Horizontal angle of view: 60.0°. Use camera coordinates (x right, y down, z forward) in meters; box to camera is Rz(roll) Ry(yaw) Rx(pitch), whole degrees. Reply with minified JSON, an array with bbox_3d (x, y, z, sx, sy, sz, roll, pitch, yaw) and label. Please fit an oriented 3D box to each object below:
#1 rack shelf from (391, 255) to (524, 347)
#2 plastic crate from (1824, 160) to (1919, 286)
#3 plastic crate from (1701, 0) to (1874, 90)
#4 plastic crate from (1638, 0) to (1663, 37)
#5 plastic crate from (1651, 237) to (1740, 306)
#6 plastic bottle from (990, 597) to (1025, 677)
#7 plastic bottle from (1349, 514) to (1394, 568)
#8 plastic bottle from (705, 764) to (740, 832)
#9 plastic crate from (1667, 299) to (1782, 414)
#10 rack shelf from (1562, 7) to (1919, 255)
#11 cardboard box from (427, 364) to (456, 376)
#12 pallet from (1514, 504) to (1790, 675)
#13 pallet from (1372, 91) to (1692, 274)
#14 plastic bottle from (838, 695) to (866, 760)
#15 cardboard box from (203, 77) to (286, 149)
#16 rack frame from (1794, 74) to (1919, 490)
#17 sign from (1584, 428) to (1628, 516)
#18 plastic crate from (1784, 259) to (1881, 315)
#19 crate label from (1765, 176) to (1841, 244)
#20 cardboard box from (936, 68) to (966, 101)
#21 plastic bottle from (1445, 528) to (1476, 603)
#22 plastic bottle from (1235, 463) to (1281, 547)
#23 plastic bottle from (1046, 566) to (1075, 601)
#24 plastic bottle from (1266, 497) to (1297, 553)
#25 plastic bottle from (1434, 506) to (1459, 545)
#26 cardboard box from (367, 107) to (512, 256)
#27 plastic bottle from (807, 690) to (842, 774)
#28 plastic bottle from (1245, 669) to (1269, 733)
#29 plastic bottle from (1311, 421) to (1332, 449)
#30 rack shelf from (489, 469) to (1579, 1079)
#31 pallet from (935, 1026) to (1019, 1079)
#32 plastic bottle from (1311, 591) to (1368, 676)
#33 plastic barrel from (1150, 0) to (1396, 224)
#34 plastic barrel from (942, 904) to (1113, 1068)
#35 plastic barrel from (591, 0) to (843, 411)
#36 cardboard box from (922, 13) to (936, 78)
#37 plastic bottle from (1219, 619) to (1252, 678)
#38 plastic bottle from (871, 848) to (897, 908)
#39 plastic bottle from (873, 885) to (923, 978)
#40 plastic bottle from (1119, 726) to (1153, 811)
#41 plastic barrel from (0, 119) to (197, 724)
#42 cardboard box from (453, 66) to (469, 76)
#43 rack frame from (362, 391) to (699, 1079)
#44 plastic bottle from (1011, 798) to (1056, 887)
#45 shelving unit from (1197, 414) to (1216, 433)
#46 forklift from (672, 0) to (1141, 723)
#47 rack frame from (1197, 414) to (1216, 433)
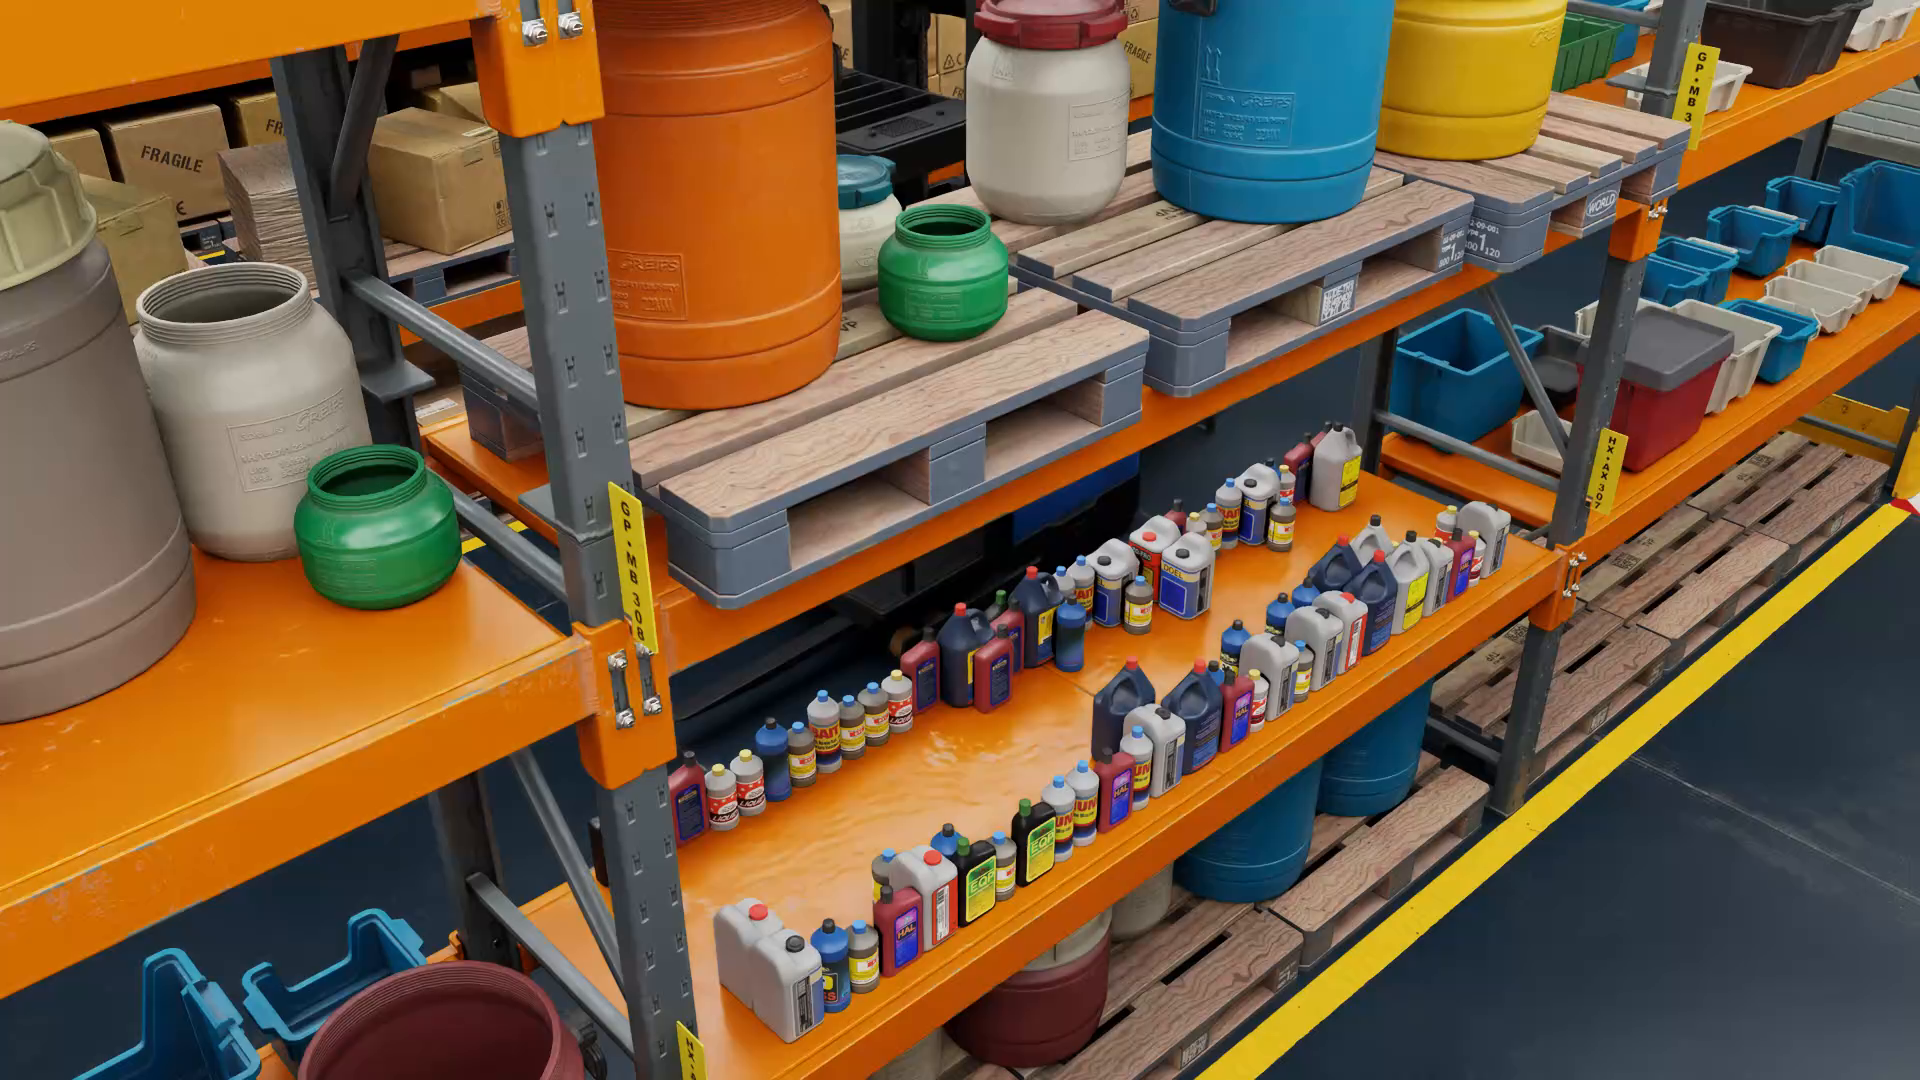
[{"bbox_3d":[-2.869,-1.218,8.557,4.000,0.370,1.077,-26,40,-35],"label":"rack shelf"},{"bbox_3d":[4.777,-1.608,8.412,0.499,0.435,0.616,-26,40,-35],"label":"plastic crate"},{"bbox_3d":[3.060,-1.898,6.229,0.590,0.269,0.497,-26,40,-35],"label":"plastic crate"},{"bbox_3d":[2.636,-2.102,6.690,0.466,0.136,0.293,-26,40,-35],"label":"plastic crate"},{"bbox_3d":[3.525,-1.283,8.075,0.300,0.233,0.416,-26,40,-35],"label":"plastic crate"},{"bbox_3d":[0.149,0.329,5.449,0.133,0.283,0.061,-26,40,-35],"label":"plastic bottle"},{"bbox_3d":[1.413,0.079,5.793,0.185,0.351,0.144,-26,40,-35],"label":"plastic bottle"},{"bbox_3d":[-0.698,0.743,4.850,0.097,0.201,0.097,0,31,0],"label":"plastic bottle"},{"bbox_3d":[3.208,-0.785,7.214,0.530,0.282,0.437,-26,40,-35],"label":"plastic crate"},{"bbox_3d":[3.429,-2.021,6.993,4.000,0.370,1.077,-26,40,-35],"label":"rack shelf"},{"bbox_3d":[-3.049,-0.730,9.044,0.500,0.500,0.500,28,41,37],"label":"cardboard box"},{"bbox_3d":[3.370,0.141,8.318,1.213,0.211,1.003,-26,40,-35],"label":"pallet"},{"bbox_3d":[1.454,-1.222,5.179,1.003,0.211,1.213,-26,40,-35],"label":"pallet"},{"bbox_3d":[-0.341,0.570,5.133,0.097,0.201,0.097,0,31,0],"label":"plastic bottle"},{"bbox_3d":[-5.162,-3.110,12.619,0.750,0.750,0.750,-25,40,-35],"label":"cardboard box"},{"bbox_3d":[4.896,-1.757,8.748,0.127,3.000,1.000,-26,40,-35],"label":"rack frame"},{"bbox_3d":[2.335,-0.245,6.011,0.005,0.325,0.100,-26,40,-35],"label":"sign"},{"bbox_3d":[4.198,-1.214,8.056,0.243,0.136,0.396,-26,40,-35],"label":"plastic crate"},{"bbox_3d":[4.491,-1.750,8.839,0.303,0.233,0.416,-26,40,-35],"label":"crate label"},{"bbox_3d":[-0.102,-2.713,10.216,0.500,0.500,0.500,-26,40,-36],"label":"cardboard box"},{"bbox_3d":[1.755,0.074,5.865,0.133,0.283,0.061,-26,40,-35],"label":"plastic bottle"},{"bbox_3d":[1.096,-0.137,6.218,0.135,0.276,0.152,-26,40,-35],"label":"plastic bottle"},{"bbox_3d":[0.340,0.211,5.653,0.097,0.271,0.097,0,31,0],"label":"plastic bottle"},{"bbox_3d":[1.194,-0.064,6.170,0.097,0.201,0.097,0,31,0],"label":"plastic bottle"},{"bbox_3d":[1.795,-0.031,6.116,0.097,0.201,0.097,0,31,0],"label":"plastic bottle"},{"bbox_3d":[-2.656,-1.806,8.330,0.700,0.500,0.500,18,36,27],"label":"cardboard box"},{"bbox_3d":[-0.412,0.575,5.058,0.097,0.271,0.097,0,31,0],"label":"plastic bottle"},{"bbox_3d":[0.920,0.500,5.248,0.097,0.201,0.097,0,31,0],"label":"plastic bottle"},{"bbox_3d":[1.404,-0.322,6.513,0.133,0.283,0.061,-26,40,-35],"label":"plastic bottle"},{"bbox_3d":[0.496,0.678,5.456,4.000,0.370,1.077,-26,40,-35],"label":"rack shelf"},{"bbox_3d":[-0.421,1.975,5.319,1.213,0.211,1.003,-26,40,-35],"label":"pallet"},{"bbox_3d":[1.256,0.286,5.525,0.135,0.276,0.152,-26,40,-35],"label":"plastic bottle"},{"bbox_3d":[0.815,-1.347,4.319,0.708,0.901,0.600,-26,40,-35],"label":"plastic barrel"},{"bbox_3d":[0.205,1.349,5.577,0.708,0.588,0.600,-26,40,-35],"label":"plastic barrel"},{"bbox_3d":[-0.552,-0.762,3.431,0.708,0.830,0.600,-26,40,-35],"label":"plastic barrel"},{"bbox_3d":[-0.488,-2.946,9.639,0.500,0.500,0.500,-27,41,-37],"label":"cardboard box"},{"bbox_3d":[0.888,0.377,5.381,0.097,0.271,0.097,0,31,0],"label":"plastic bottle"},{"bbox_3d":[-0.193,0.930,4.544,0.097,0.201,0.097,0,31,0],"label":"plastic bottle"},{"bbox_3d":[-0.161,1.001,4.349,0.133,0.283,0.061,-26,40,-35],"label":"plastic bottle"},{"bbox_3d":[0.517,0.665,4.910,0.097,0.271,0.097,0,31,0],"label":"plastic bottle"},{"bbox_3d":[-1.720,-0.205,2.854,0.600,0.901,0.600,0,31,0],"label":"plastic barrel"},{"bbox_3d":[-3.785,-3.644,13.827,0.500,0.500,0.700,-26,40,-36],"label":"cardboard box"},{"bbox_3d":[-0.971,1.080,4.108,0.127,3.000,1.000,-26,40,-35],"label":"rack frame"},{"bbox_3d":[0.204,0.824,4.638,0.133,0.283,0.061,-26,40,-35],"label":"plastic bottle"},{"bbox_3d":[0.957,-1.176,9.236,0.538,1.500,1.048,27,40,36],"label":"shelving unit"},{"bbox_3d":[-0.419,-0.981,7.545,1.130,2.935,3.031,26,40,36],"label":"forklift"},{"bbox_3d":[1.311,-1.367,9.547,0.500,1.500,0.032,27,40,36],"label":"rack frame"}]
